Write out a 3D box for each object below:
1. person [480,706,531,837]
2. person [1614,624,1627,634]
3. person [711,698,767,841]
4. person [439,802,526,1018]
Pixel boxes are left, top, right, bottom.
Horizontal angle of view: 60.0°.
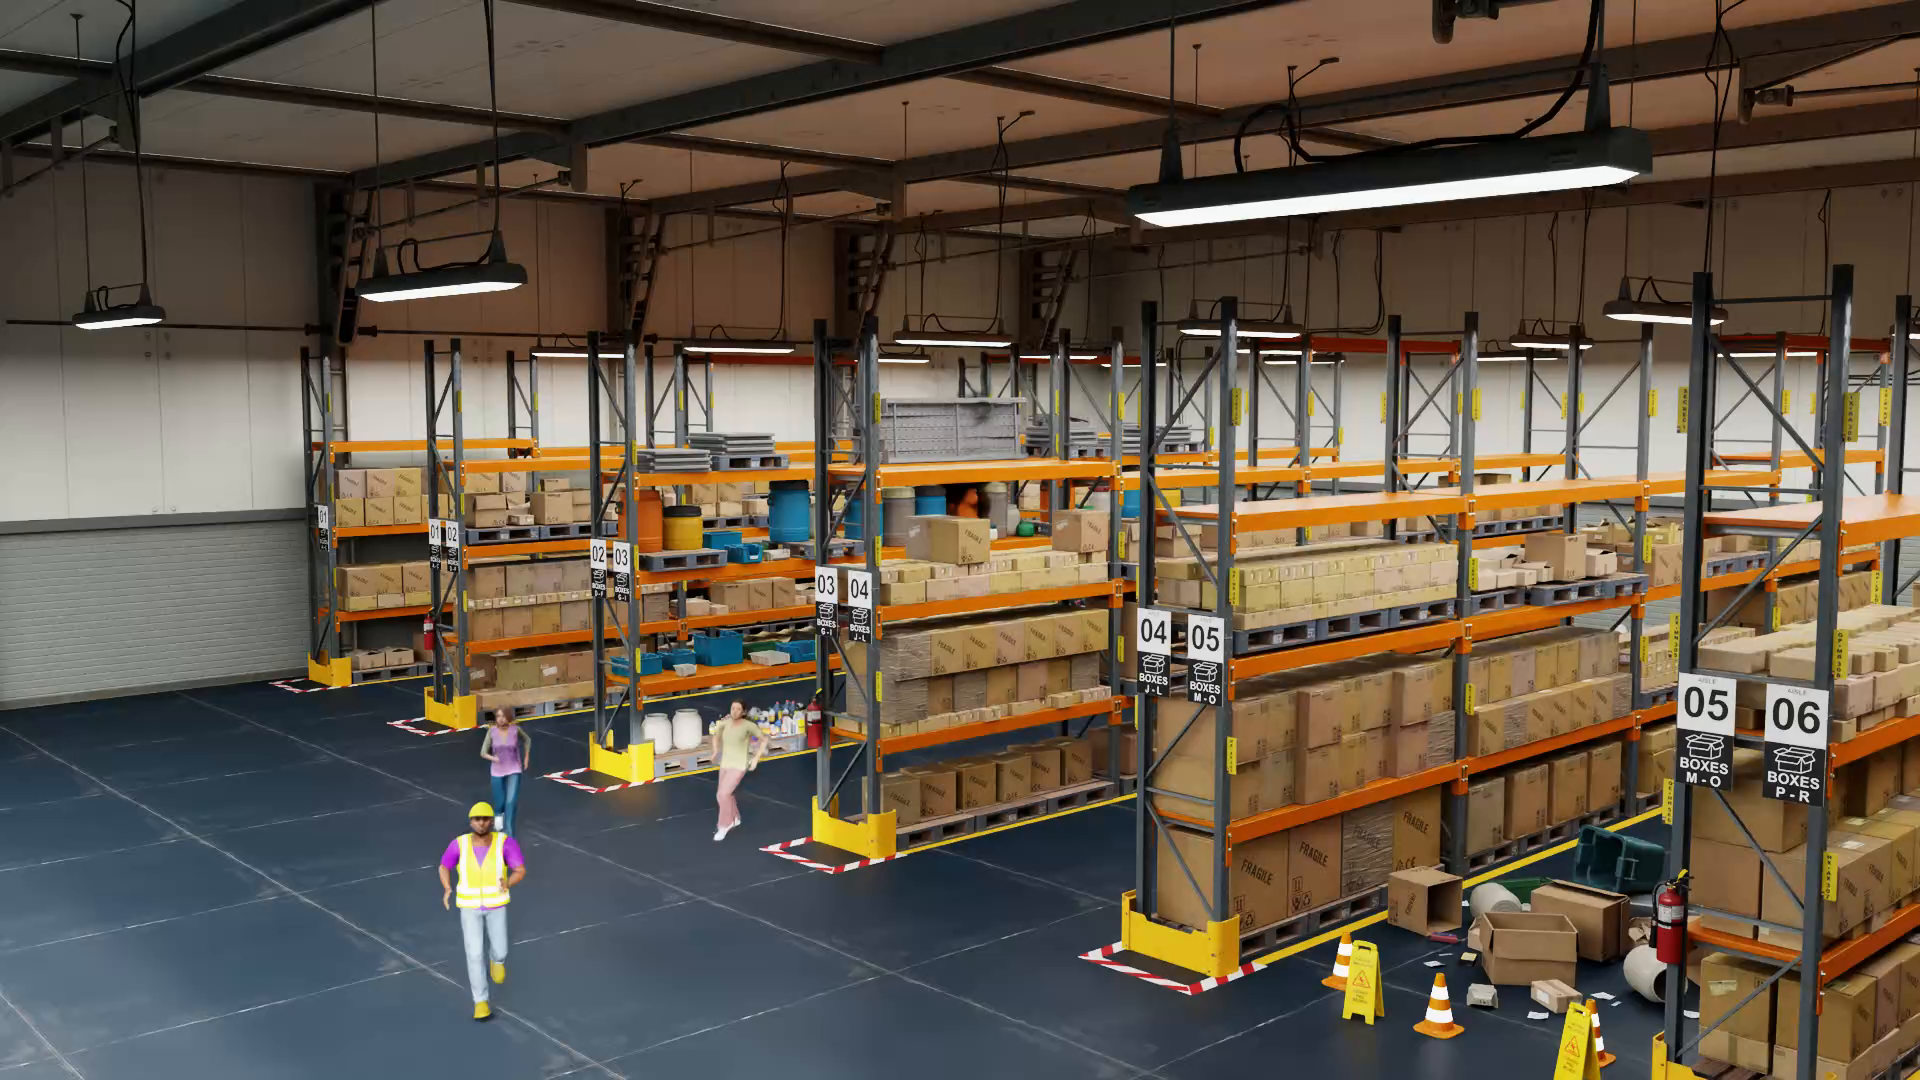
[{"bbox_3d":[-5.206,2.691,19.090,0.550,1.610,0.885,-1,5,-11],"label":"person"},{"bbox_3d":[9.781,2.128,24.603,0.729,1.805,0.946,4,7,42],"label":"person"},{"bbox_3d":[-2.610,2.654,19.314,0.635,1.664,0.673,3,6,29],"label":"person"},{"bbox_3d":[-4.021,3.069,14.019,0.714,1.738,0.846,-1,5,-15],"label":"person"}]
